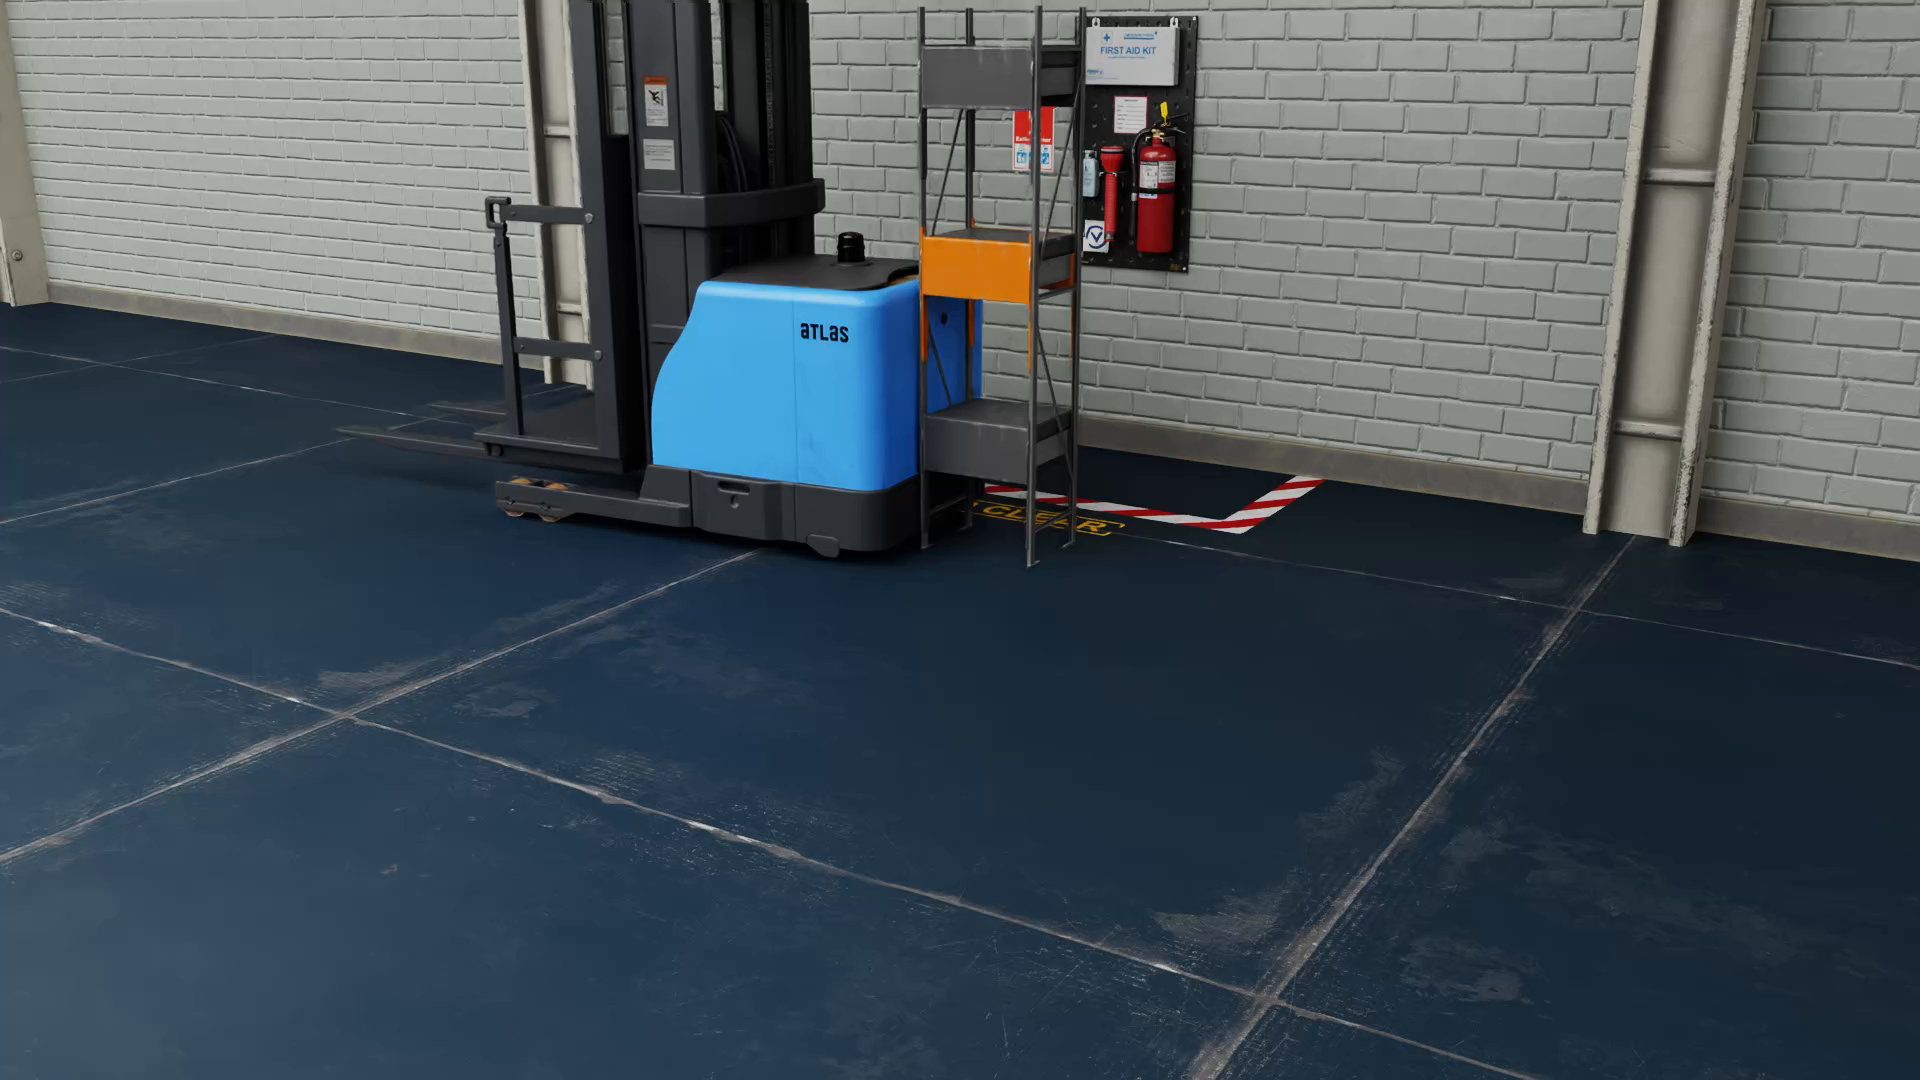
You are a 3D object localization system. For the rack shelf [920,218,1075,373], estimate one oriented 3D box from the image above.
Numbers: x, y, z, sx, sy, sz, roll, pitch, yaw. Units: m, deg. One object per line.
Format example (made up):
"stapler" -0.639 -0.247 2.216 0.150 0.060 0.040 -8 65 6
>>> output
"rack shelf" 0.158 -0.965 6.493 0.480 0.518 0.431 9 19 28

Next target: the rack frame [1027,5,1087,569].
"rack frame" 0.369 -0.943 6.373 0.015 2.100 0.400 9 19 28

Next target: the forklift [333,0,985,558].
"forklift" -1.447 -1.605 7.124 3.031 2.935 1.130 8 19 25

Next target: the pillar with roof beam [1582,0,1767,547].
"pillar with roof beam" 0.611 -3.279 2.194 0.400 9.000 9.100 10 20 30

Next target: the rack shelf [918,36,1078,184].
"rack shelf" 0.158 -1.635 6.290 0.480 0.518 0.431 9 19 28

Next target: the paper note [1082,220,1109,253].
"paper note" 0.663 -1.483 8.117 0.142 0.148 0.016 10 20 30

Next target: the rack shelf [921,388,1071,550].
"rack shelf" 0.158 -0.295 6.697 0.480 0.518 0.431 9 19 28

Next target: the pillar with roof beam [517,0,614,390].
"pillar with roof beam" -4.502 -4.192 5.198 0.400 9.000 9.100 10 20 30

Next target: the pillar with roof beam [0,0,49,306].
"pillar with roof beam" -9.615 -5.105 8.203 0.400 9.000 9.100 10 20 30

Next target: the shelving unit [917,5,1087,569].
"shelving unit" 0.158 -0.978 6.489 0.503 2.100 0.431 9 19 28

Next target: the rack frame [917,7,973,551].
"rack frame" -0.054 -1.013 6.605 0.015 2.100 0.400 9 19 28

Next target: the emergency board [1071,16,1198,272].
"emergency board" 0.778 -1.860 7.845 0.643 1.169 0.194 10 20 30

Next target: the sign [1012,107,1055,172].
"sign" 0.361 -1.987 8.200 0.234 0.329 0.001 10 20 30
